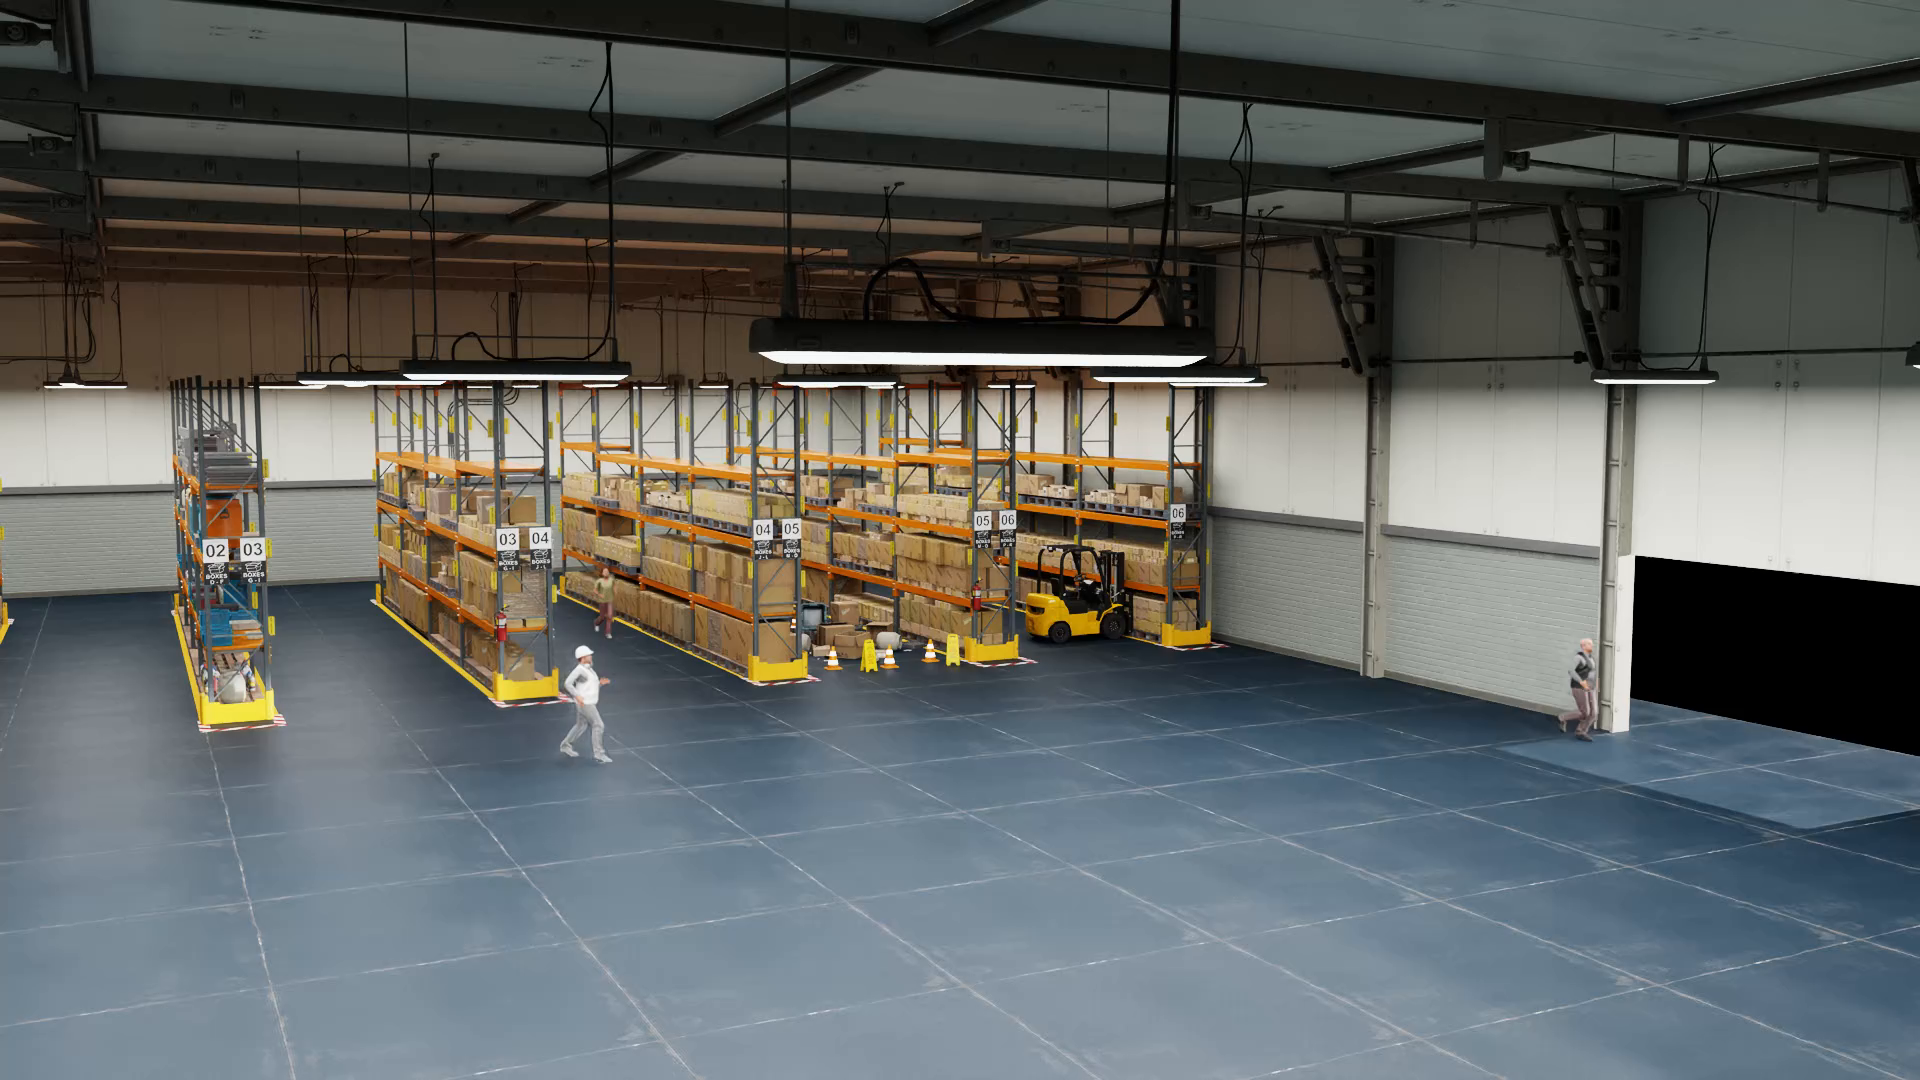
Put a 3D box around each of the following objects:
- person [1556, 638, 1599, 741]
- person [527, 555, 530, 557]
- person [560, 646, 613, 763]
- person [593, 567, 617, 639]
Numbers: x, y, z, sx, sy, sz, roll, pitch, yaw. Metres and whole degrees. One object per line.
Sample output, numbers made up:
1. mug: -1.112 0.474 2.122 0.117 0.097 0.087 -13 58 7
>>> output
1. person: 10.245 2.452 27.471 0.679 1.682 0.607 -4 7 -40
2. person: -12.413 0.731 46.587 0.784 1.768 0.789 0 5 4
3. person: -5.795 2.545 25.706 0.825 1.822 0.633 0 5 -5
4. person: -8.300 1.456 38.895 0.559 1.662 0.820 -3 6 -28
